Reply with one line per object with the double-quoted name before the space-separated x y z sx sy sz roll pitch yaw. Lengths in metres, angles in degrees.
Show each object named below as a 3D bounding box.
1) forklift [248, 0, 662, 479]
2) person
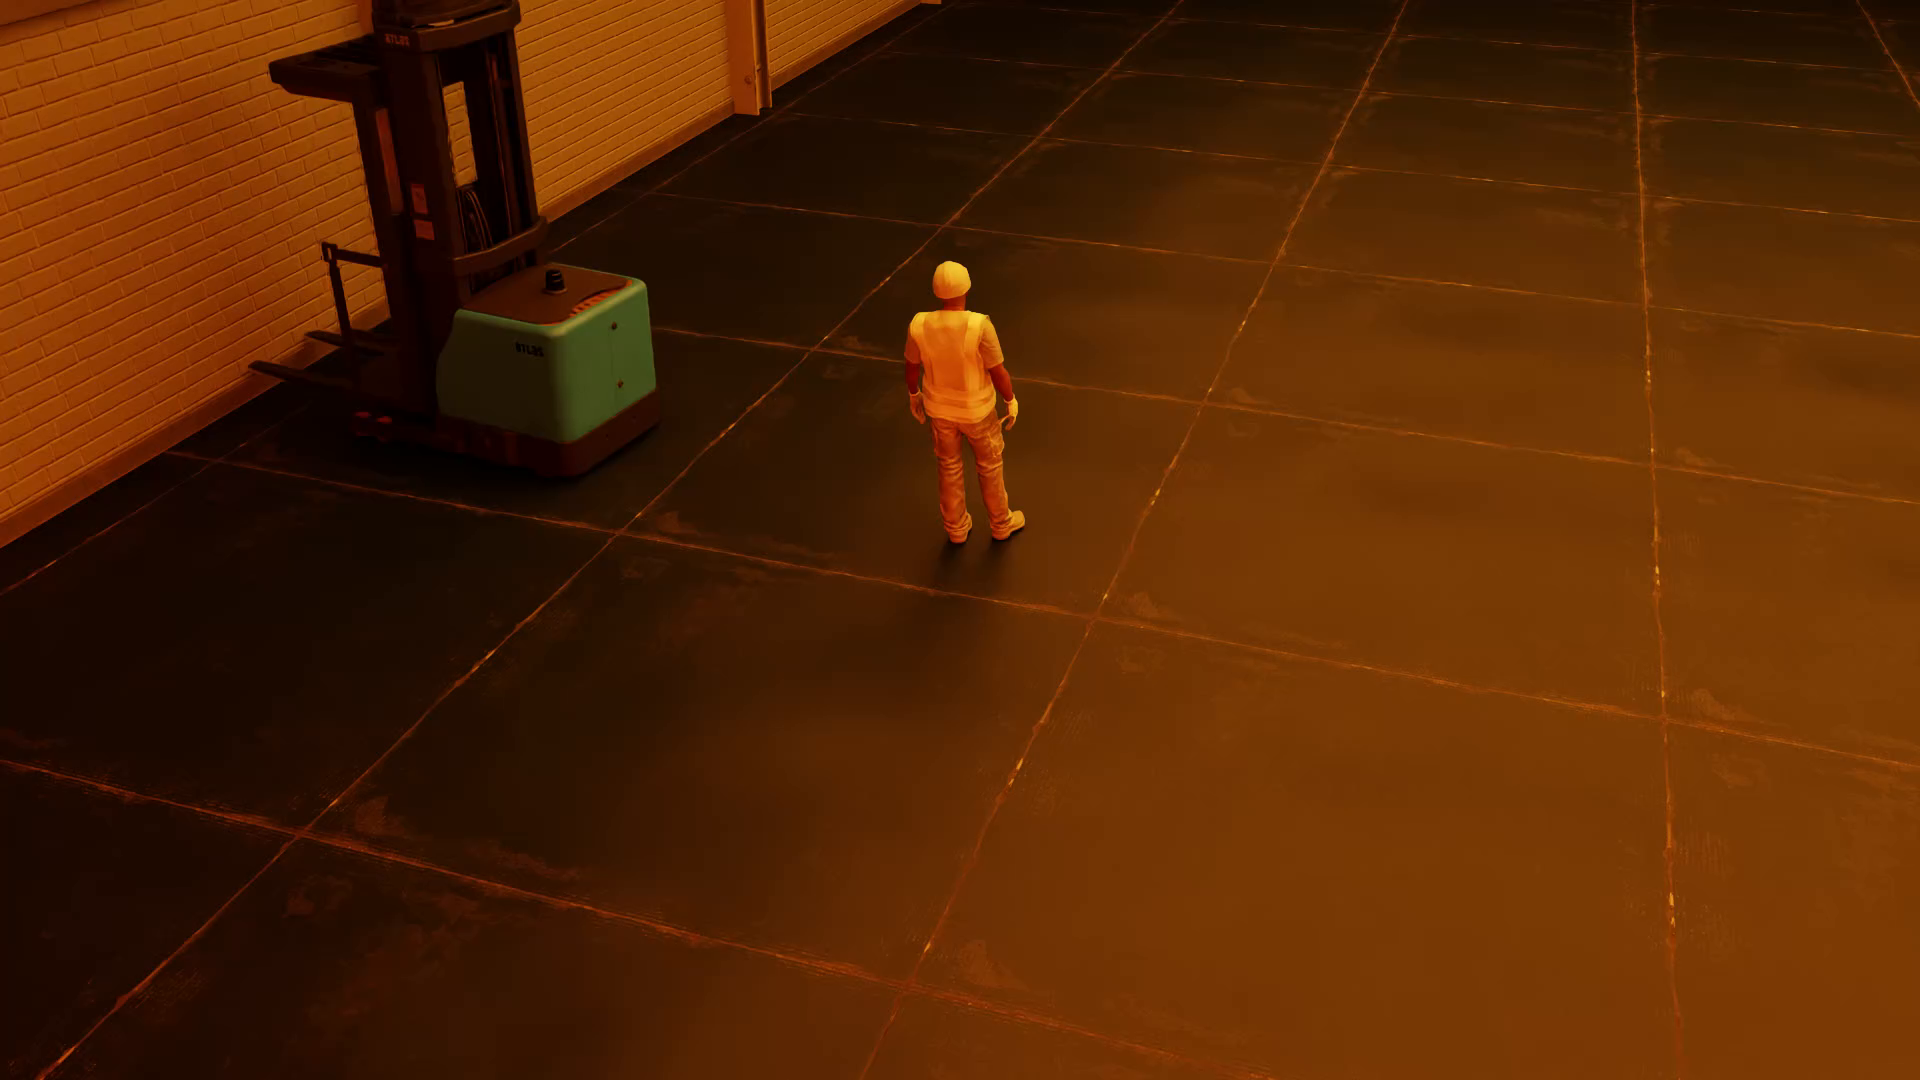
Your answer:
"forklift" -3.603 -2.159 10.924 3.031 2.935 1.130 13 32 22
"person" 0.031 -0.813 9.709 0.656 1.784 0.575 10 31 16
